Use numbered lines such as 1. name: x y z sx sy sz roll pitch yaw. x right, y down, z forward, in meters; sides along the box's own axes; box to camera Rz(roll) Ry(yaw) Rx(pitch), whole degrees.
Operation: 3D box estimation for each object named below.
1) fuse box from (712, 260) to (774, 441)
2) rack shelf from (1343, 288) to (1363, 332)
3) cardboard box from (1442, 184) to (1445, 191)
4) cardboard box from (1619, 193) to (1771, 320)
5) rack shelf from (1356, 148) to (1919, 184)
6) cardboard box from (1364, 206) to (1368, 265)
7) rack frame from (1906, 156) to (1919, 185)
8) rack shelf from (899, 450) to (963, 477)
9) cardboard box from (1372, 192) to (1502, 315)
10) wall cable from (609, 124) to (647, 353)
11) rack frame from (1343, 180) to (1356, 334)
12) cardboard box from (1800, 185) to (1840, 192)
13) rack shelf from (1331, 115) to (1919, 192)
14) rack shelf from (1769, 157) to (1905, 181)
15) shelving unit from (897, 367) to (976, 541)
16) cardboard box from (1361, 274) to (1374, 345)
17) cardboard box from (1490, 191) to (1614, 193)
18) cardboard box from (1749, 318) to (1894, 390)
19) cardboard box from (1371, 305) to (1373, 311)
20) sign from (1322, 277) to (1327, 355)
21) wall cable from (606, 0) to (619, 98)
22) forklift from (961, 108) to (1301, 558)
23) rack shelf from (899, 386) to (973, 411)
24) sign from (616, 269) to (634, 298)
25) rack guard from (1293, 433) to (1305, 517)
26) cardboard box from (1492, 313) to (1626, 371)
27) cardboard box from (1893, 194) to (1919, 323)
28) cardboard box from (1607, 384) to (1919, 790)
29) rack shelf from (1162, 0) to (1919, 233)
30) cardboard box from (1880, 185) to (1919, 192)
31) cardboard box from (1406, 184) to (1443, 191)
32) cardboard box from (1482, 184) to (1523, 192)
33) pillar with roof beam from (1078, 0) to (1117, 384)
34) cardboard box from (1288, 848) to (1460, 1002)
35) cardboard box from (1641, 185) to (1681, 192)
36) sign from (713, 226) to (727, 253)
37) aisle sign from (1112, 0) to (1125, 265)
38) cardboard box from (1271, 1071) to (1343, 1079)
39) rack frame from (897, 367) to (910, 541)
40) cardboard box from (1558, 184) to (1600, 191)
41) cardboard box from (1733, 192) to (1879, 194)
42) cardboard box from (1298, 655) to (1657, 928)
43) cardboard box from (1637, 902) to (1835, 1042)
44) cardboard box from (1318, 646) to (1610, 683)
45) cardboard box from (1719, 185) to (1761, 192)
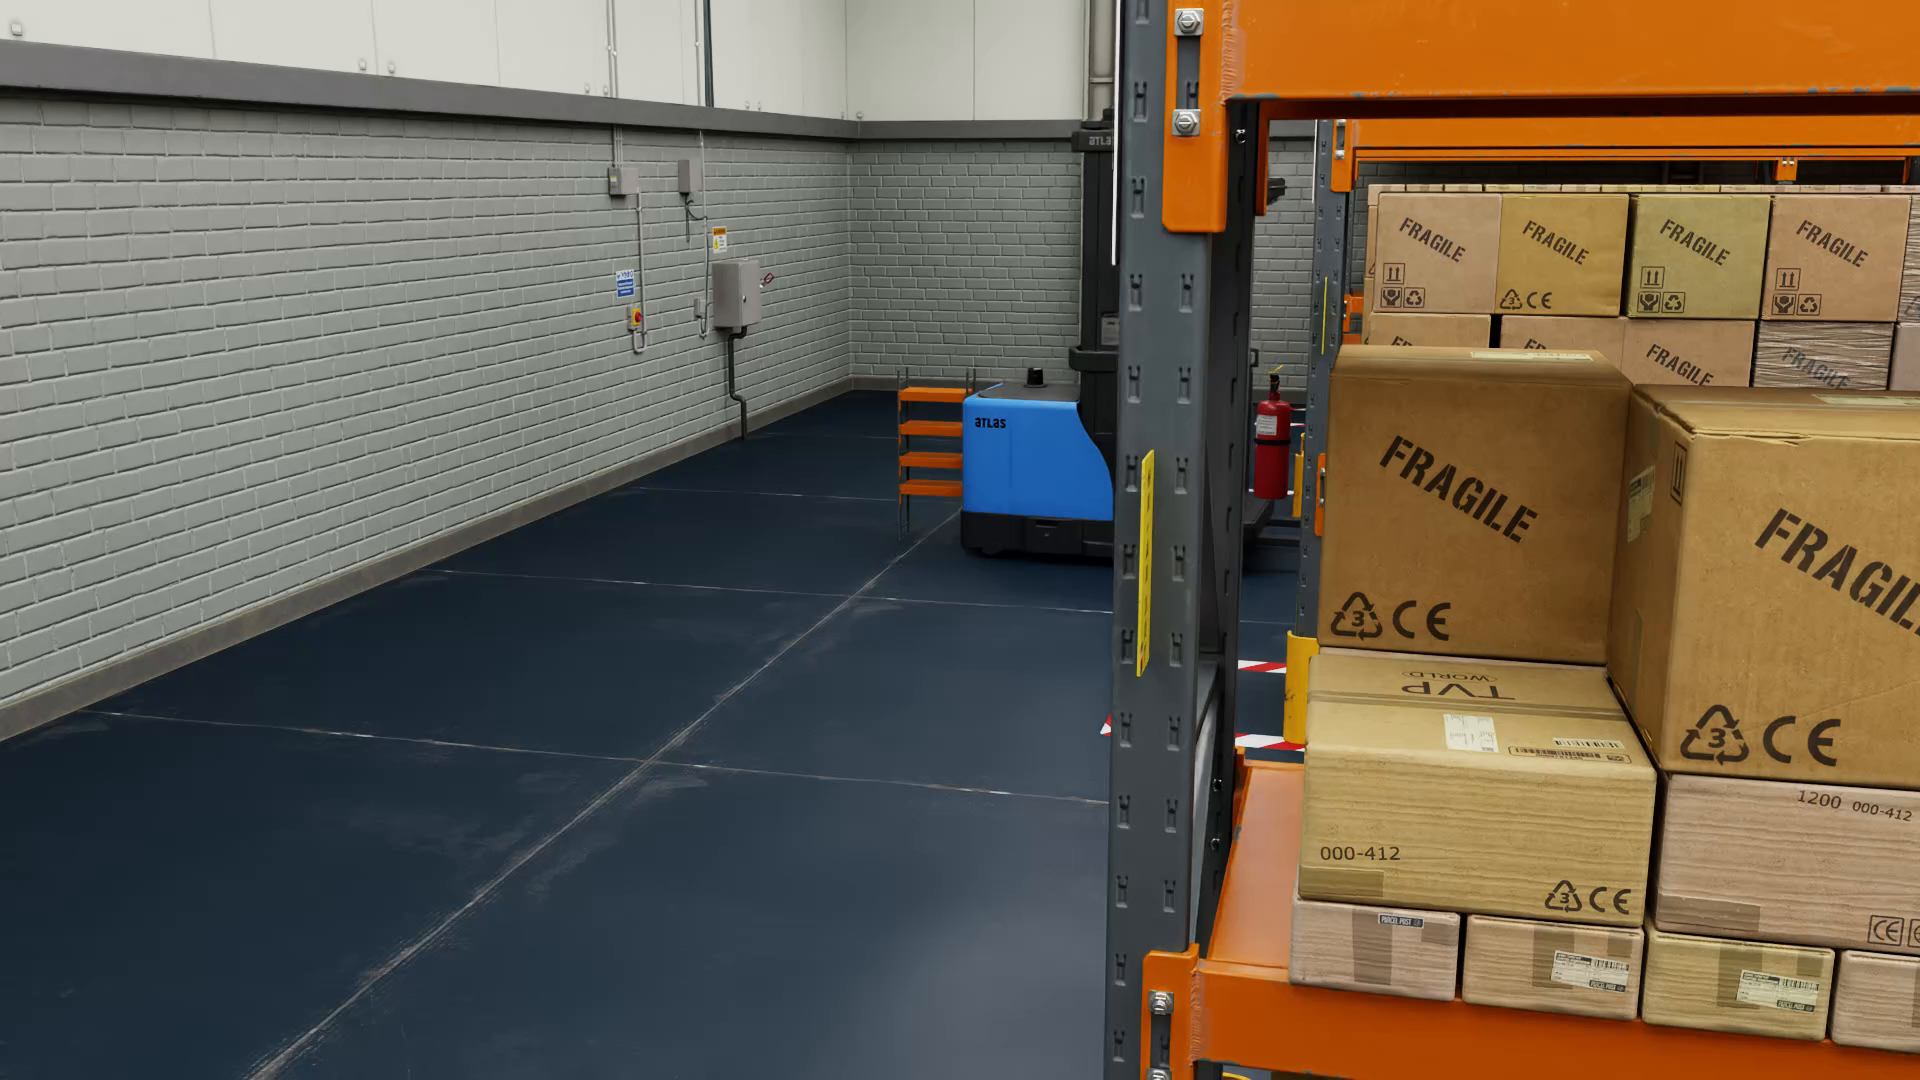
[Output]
1. fuse box: -2.046 -1.797 15.884 0.414 1.711 0.539 3 13 14
2. rack shelf: 5.916 -2.293 16.806 4.000 0.370 1.077 3 13 14
3. cardboard box: 3.708 -2.578 12.390 0.250 0.149 0.380 3 13 13
4. cardboard box: 3.064 -1.205 7.012 0.500 0.500 0.500 3 13 12
5. rack shelf: 4.731 -2.714 11.776 4.000 0.370 1.077 3 13 14
6. cardboard box: 3.314 -2.266 12.484 0.500 0.500 0.500 4 13 15
7. rack frame: 6.672 -1.497 11.555 0.127 3.000 1.000 3 13 14
8. rack shelf: -0.161 -0.529 11.657 0.480 0.148 0.258 3 13 14
9. cardboard box: 2.073 -1.261 7.267 0.500 0.500 0.500 3 13 13
10. wall cable: -2.691 -2.503 13.674 0.123 1.953 0.585 3 13 14
11. rack frame: 3.975 -2.748 17.196 0.127 3.000 1.000 3 13 14
12. cardboard box: 5.827 -2.351 11.368 0.250 0.149 0.380 3 13 14
13. rack shelf: 3.643 -1.668 7.060 4.000 0.370 1.077 3 13 14
14. rack shelf: 9.800 -3.550 15.546 4.000 0.370 1.077 3 13 14
15. shelving unit: -0.161 -0.594 11.643 0.503 1.200 0.258 3 13 14
16. cardboard box: 3.186 -1.668 12.095 0.500 0.500 0.500 3 13 13
17. cardboard box: 2.697 -1.343 7.634 0.500 0.500 0.500 3 13 12
18. cardboard box: 3.565 -0.695 7.024 0.500 0.500 0.500 3 13 12
19. cardboard box: 2.199 -0.883 7.871 0.500 0.500 0.500 3 13 15
20. sign: 1.571 -0.967 7.167 0.005 0.325 0.100 3 13 14
21. wall cable: -2.801 -4.869 12.904 0.029 3.000 0.463 3 13 14
22. forklift: 1.579 -1.329 10.957 3.031 2.935 1.130 4 13 17
23. rack shelf: -0.161 -0.978 11.557 0.480 0.148 0.258 3 13 14
24. sign: -2.762 -2.117 13.727 0.001 0.218 0.327 3 13 14
25. rack guard: 2.766 -0.485 12.767 0.348 0.500 1.175 3 13 14
26. cardboard box: 2.596 -0.748 7.264 0.500 0.500 0.500 3 13 14
27. cardboard box: 4.067 -1.156 6.791 0.500 0.500 0.500 3 13 15
28. cardboard box: 1.301 0.049 2.515 0.500 0.500 0.500 3 13 12
29. rack shelf: 2.356 -0.630 2.383 4.000 0.370 1.077 3 13 14
30. cardboard box: 6.297 -2.299 11.136 0.250 0.149 0.380 3 13 12
31. cardboard box: 3.339 -2.483 11.962 0.250 0.149 0.380 3 13 15
32. cardboard box: 3.823 -2.435 11.748 0.250 0.149 0.380 3 13 12
33. pillar with roof beam: 0.541 -5.101 13.951 0.400 9.000 9.100 3 13 14
34. cardboard box: 0.680 0.590 2.729 0.250 0.149 0.380 3 13 14
35. cardboard box: 4.829 -2.389 11.538 0.250 0.149 0.380 3 13 14
36. sign: -2.261 -2.829 15.651 0.001 0.242 0.339 3 13 14
37. aisle sign: 0.273 -0.830 2.549 0.004 0.787 0.394 3 13 14
38. cardboard box: 1.055 1.228 3.208 0.875 0.875 0.875 3 13 14
39. rack frame: -0.398 -0.607 11.700 0.015 1.200 0.240 3 13 14
40. cardboard box: 4.323 -2.411 11.638 0.250 0.149 0.380 3 13 14
41. cardboard box: 3.718 -1.291 7.400 0.500 0.500 0.500 3 13 12
42. cardboard box: 0.816 0.389 2.714 0.500 0.250 0.500 3 13 12
43. cardboard box: 1.178 0.616 2.611 0.250 0.149 0.380 3 13 12
44. cardboard box: 0.949 0.277 3.220 0.500 0.250 0.500 3 13 13
45. cardboard box: 5.326 -2.366 11.435 0.250 0.149 0.380 3 13 13
